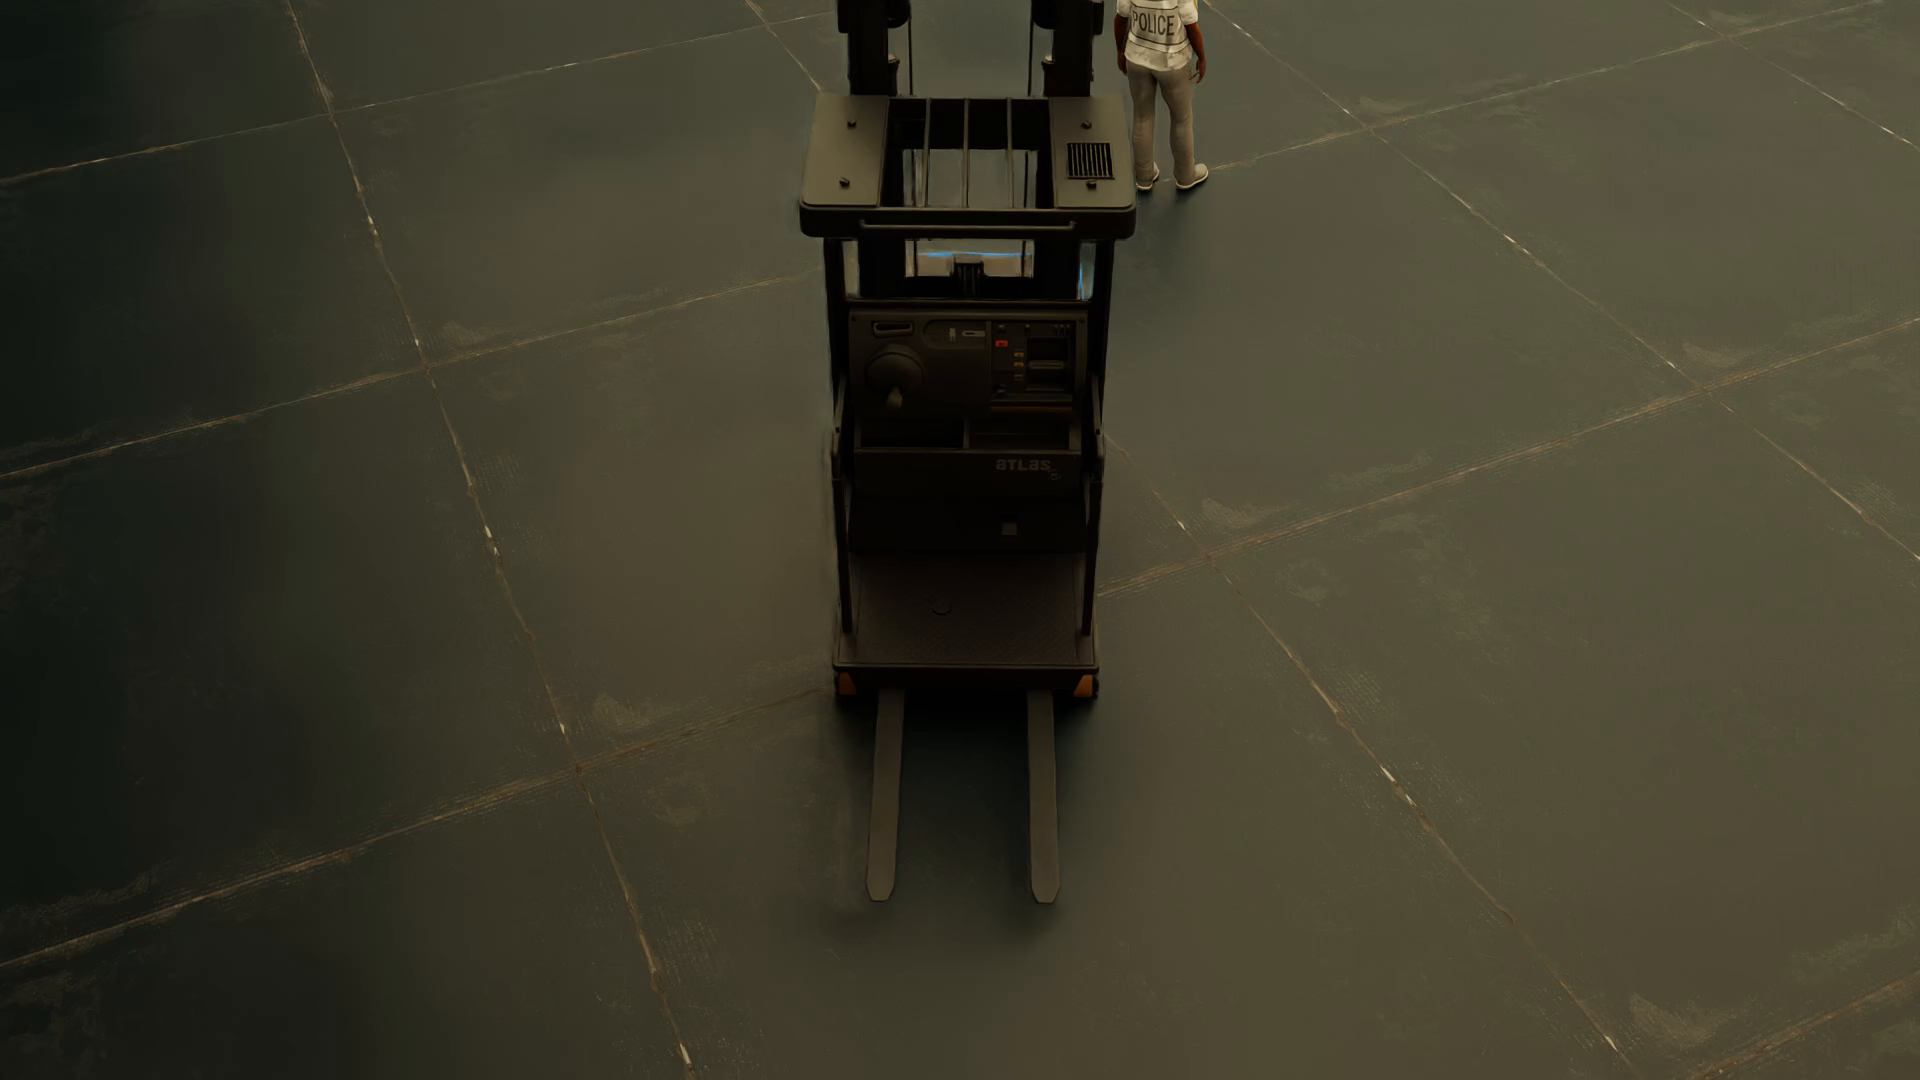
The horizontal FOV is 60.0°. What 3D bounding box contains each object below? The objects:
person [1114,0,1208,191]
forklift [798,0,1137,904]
[{"bbox_3d":[1.179,-2.801,9.577,0.570,1.695,0.530,17,46,18],"label":"person"},{"bbox_3d":[0.030,-0.617,6.341,1.130,2.935,3.031,1,43,1],"label":"forklift"}]
